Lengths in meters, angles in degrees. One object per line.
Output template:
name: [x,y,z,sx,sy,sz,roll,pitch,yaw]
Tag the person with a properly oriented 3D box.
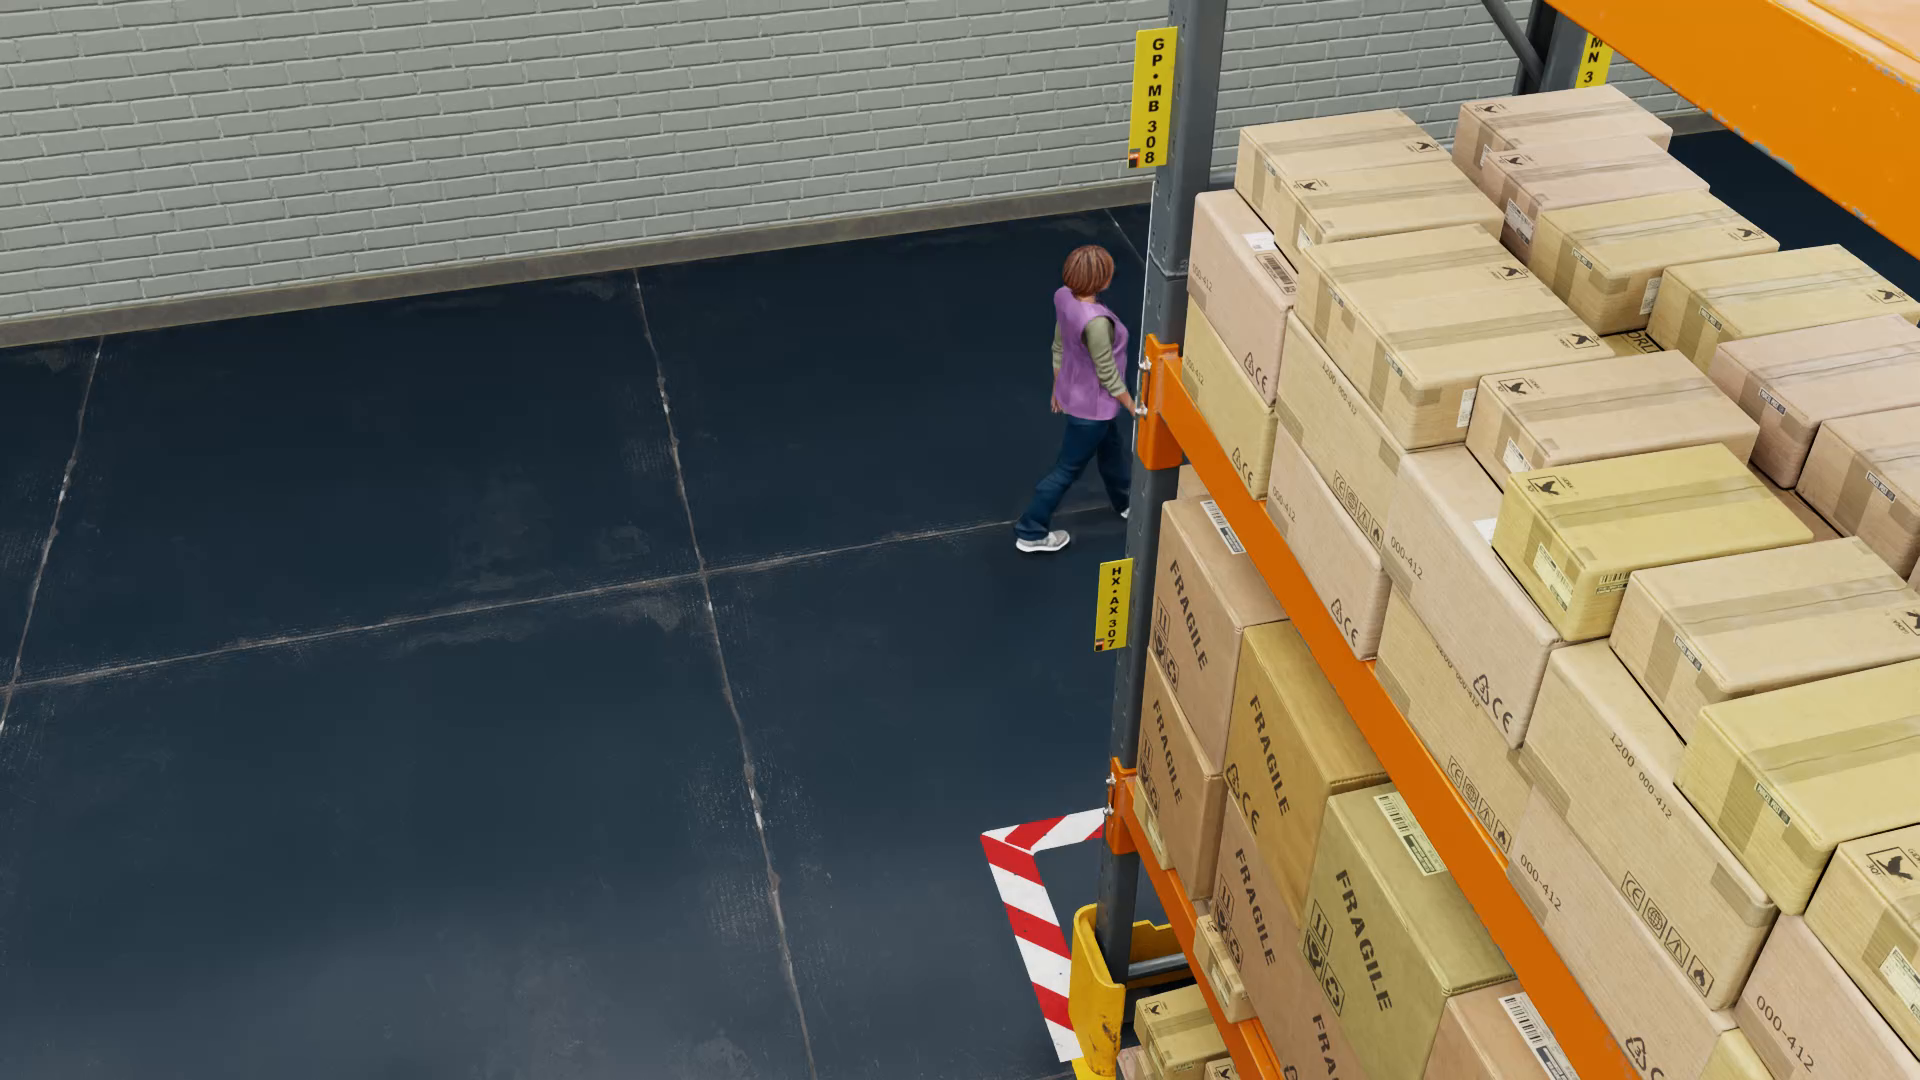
person: [0.650,-0.633,7.521,0.838,1.548,0.425,-9,40,-11]
